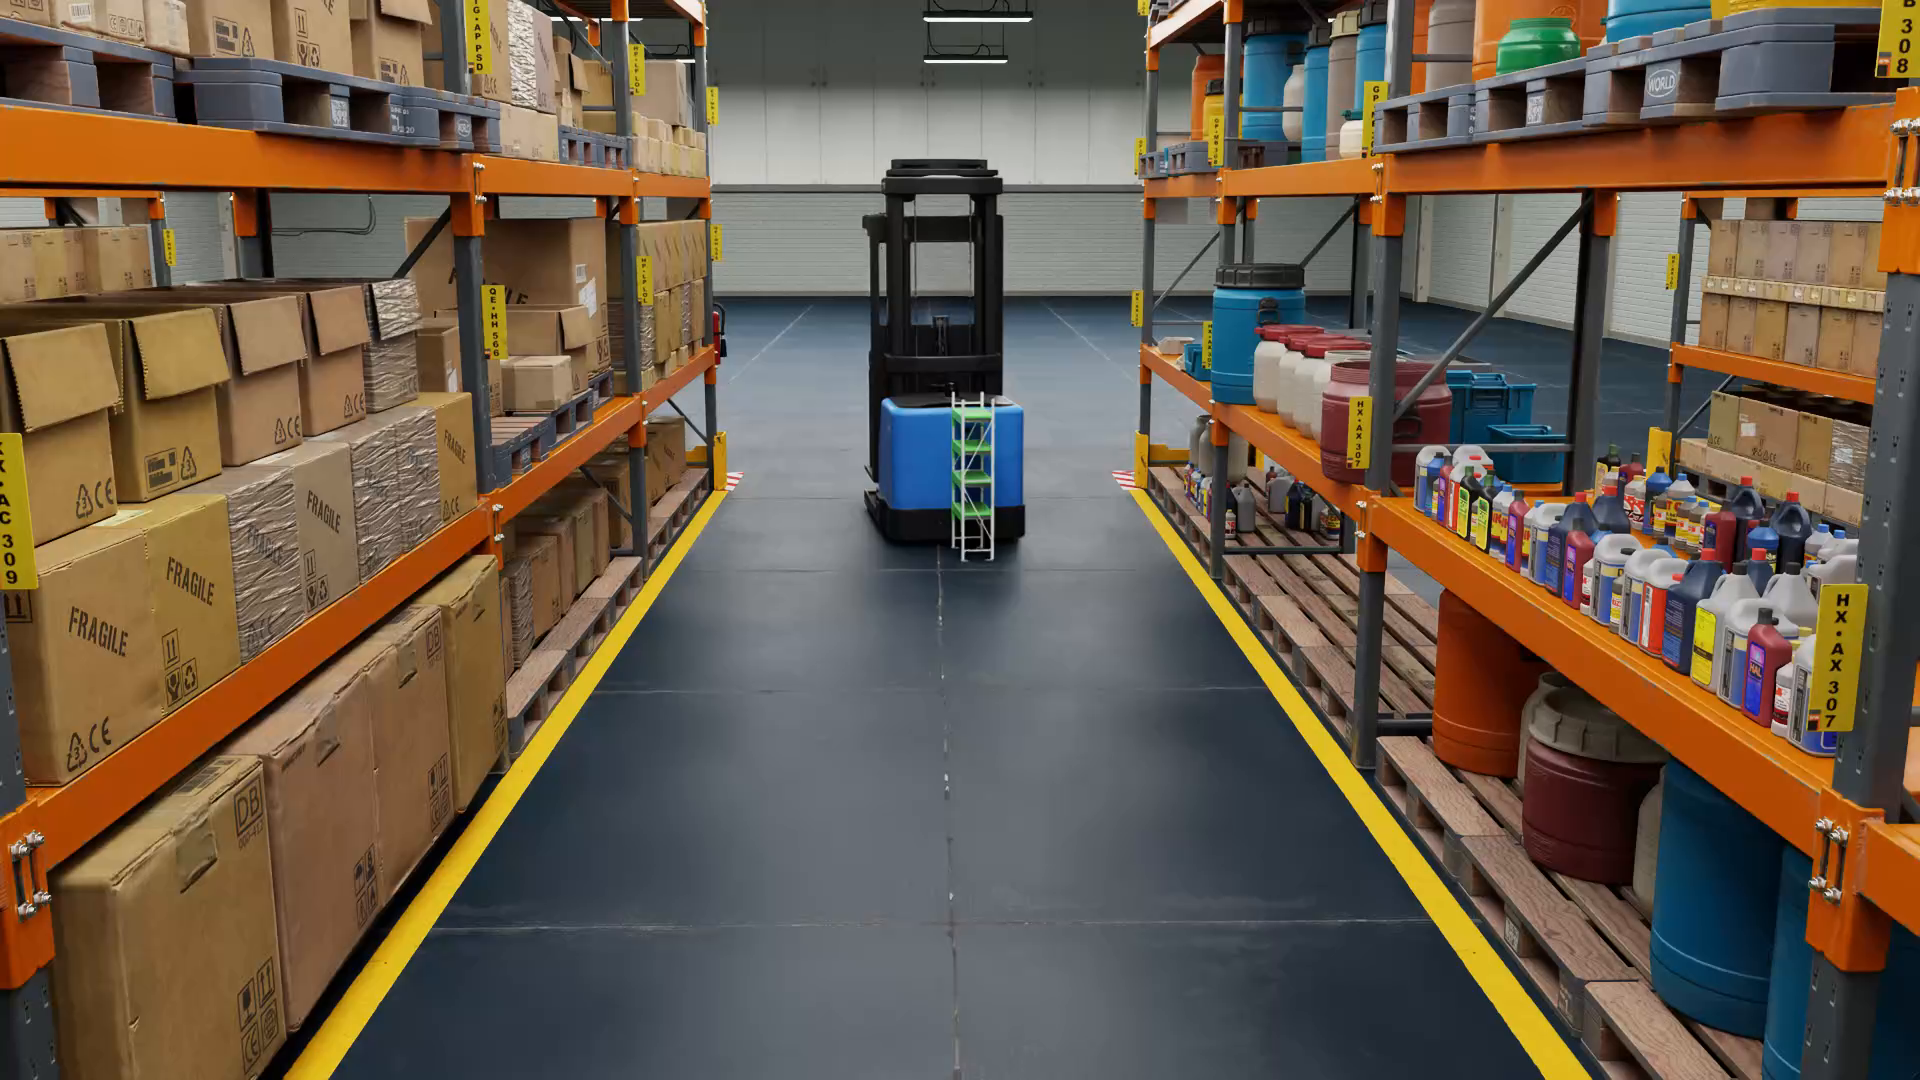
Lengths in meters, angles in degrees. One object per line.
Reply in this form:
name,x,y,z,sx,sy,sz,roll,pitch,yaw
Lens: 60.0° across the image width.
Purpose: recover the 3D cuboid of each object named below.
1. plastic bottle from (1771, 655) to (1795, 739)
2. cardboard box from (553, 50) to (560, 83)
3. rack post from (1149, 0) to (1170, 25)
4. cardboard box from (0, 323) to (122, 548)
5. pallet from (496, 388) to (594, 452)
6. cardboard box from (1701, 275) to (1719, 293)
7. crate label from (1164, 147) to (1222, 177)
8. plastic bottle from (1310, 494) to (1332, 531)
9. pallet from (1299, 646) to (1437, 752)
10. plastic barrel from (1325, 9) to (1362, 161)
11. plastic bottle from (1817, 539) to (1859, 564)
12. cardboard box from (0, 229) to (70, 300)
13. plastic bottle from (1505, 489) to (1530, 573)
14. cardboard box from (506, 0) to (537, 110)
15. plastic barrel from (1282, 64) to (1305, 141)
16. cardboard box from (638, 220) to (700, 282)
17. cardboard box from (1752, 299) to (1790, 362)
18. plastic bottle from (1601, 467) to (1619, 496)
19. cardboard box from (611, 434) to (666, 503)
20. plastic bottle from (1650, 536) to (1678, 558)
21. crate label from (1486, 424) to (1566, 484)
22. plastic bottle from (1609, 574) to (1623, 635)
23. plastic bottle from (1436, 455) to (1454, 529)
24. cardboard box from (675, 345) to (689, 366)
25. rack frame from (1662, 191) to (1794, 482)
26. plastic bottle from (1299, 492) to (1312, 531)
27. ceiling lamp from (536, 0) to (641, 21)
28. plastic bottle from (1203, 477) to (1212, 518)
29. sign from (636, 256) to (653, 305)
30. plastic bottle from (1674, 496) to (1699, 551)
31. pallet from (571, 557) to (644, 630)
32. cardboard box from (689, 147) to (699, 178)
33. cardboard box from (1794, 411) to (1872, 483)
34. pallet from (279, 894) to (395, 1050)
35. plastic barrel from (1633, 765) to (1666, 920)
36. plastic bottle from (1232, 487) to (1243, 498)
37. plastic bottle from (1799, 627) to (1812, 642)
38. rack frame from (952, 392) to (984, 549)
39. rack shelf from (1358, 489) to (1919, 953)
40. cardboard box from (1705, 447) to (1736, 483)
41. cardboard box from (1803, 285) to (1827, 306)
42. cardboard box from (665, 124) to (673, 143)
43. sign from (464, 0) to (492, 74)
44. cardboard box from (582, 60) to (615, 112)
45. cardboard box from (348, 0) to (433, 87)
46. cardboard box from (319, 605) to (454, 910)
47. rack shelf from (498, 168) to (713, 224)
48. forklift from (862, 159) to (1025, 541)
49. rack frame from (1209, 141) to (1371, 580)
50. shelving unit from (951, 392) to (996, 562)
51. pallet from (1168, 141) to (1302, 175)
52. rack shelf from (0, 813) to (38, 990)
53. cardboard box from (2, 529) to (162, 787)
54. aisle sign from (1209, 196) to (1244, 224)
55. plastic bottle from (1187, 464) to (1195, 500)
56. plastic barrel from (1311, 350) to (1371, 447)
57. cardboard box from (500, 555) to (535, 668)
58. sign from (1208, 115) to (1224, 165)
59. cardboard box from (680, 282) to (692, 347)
plastic bottle,2.070,0.385,4.116,0.097,0.201,0.097,0,11,0
cardboard box,-2.755,-2.628,9.606,0.797,0.503,0.637,0,11,1
rack post,2.072,-4.542,14.071,0.937,0.300,0.954,1,12,5
cardboard box,-2.542,-0.259,4.019,0.797,0.503,0.637,-1,11,-3
pallet,-2.685,-0.686,9.380,1.003,0.211,1.213,0,11,-1
cardboard box,6.929,-2.305,14.995,0.380,0.149,0.250,0,11,-2
crate label,1.892,-3.021,13.237,0.502,0.251,0.408,0,11,-1
plastic bottle,2.664,-0.213,12.307,0.152,0.276,0.135,0,11,1
pallet,2.372,0.805,8.560,1.003,0.211,1.213,0,11,-1
plastic barrel,2.507,-2.688,9.959,0.600,0.901,0.600,0,11,0
plastic bottle,2.779,0.125,5.212,0.152,0.276,0.135,0,11,-1
cardboard box,-7.640,-2.180,13.168,0.875,0.550,0.500,0,11,-1
plastic bottle,2.013,-0.033,5.971,0.061,0.283,0.133,0,11,-1
cardboard box,-2.362,-2.346,8.027,0.500,0.500,0.500,0,11,-1
plastic barrel,2.454,-3.020,11.517,0.421,0.512,0.421,0,11,0
cardboard box,-2.494,-2.454,14.099,0.500,0.500,0.500,0,11,-1
cardboard box,7.153,-1.770,13.989,0.700,0.500,0.500,0,11,-1
plastic bottle,2.768,-0.208,7.041,0.097,0.201,0.097,0,11,0
cardboard box,-2.732,-0.591,13.657,0.500,0.500,0.500,1,11,4
plastic bottle,2.199,0.124,5.228,0.097,0.271,0.097,0,11,0
crate label,2.715,-0.411,7.960,0.303,0.233,0.416,0,11,-1
plastic bottle,2.050,0.186,5.100,0.097,0.201,0.097,0,11,0
plastic bottle,1.996,-0.197,6.781,0.061,0.283,0.133,0,11,-1
cardboard box,-2.420,-1.501,13.543,0.380,0.149,0.250,0,11,-1
rack frame,7.136,-2.017,15.458,1.000,3.000,0.127,0,11,-1
plastic bottle,2.557,-0.216,12.303,0.061,0.283,0.133,0,11,-1
ceiling lamp,-6.740,-11.008,30.007,2.000,3.185,0.800,0,11,-1
plastic bottle,1.954,-0.349,12.791,0.144,0.351,0.185,0,11,-2
sign,-2.131,-1.753,11.242,0.100,0.325,0.005,0,11,-1
plastic bottle,2.783,-0.066,6.338,0.097,0.201,0.097,0,11,0
pallet,-2.668,0.339,10.856,1.003,0.211,1.213,0,11,-1
cardboard box,-2.491,-3.180,14.021,0.500,0.250,0.500,0,11,-1
cardboard box,6.978,-0.738,13.126,0.500,0.500,0.500,0,11,-1
pallet,-2.640,1.378,5.733,1.003,0.211,1.213,0,11,-1
plastic barrel,2.500,1.040,5.591,0.421,0.512,0.421,0,11,0
plastic bottle,2.108,-0.254,12.510,0.152,0.276,0.135,0,11,-1
plastic bottle,2.217,0.331,4.382,0.097,0.201,0.097,0,11,0
rack frame,0.059,-0.525,12.627,0.240,1.200,0.015,-2,12,-8
rack shelf,2.390,0.343,5.635,1.077,0.370,4.000,0,11,-1
cardboard box,6.939,-0.669,14.670,0.500,0.250,0.500,0,11,-1
cardboard box,6.965,-1.947,13.231,0.380,0.149,0.250,0,11,1
cardboard box,-2.472,-3.202,13.128,0.380,0.149,0.250,-1,11,-4
sign,-2.048,-2.150,7.068,0.100,0.325,0.005,0,11,-1
cardboard box,-3.008,-3.591,13.414,0.500,0.500,0.500,0,11,-1
cardboard box,-2.519,-1.993,6.476,0.797,0.503,0.637,0,11,2
cardboard box,-2.599,0.763,6.042,1.225,0.875,0.875,0,11,-1
rack shelf,-2.727,-2.697,13.075,1.077,0.370,4.000,0,11,-1
forklift,-0.227,-1.672,13.929,1.130,2.935,3.031,-2,12,-8
rack frame,2.266,-1.203,11.442,1.000,3.000,0.127,0,11,-1
shelving unit,0.095,-0.477,12.391,0.258,1.200,0.503,-2,12,-8
pallet,2.154,-2.723,11.868,1.213,0.211,1.003,0,11,-1
rack shelf,-2.479,1.158,1.615,1.077,0.370,4.000,0,11,-1
cardboard box,-2.280,0.267,3.949,0.500,0.500,0.500,0,11,-1
aisle sign,2.479,-3.287,15.180,0.394,0.787,0.004,0,11,-1
plastic bottle,1.896,-0.475,13.583,0.061,0.283,0.133,0,11,0
plastic barrel,2.105,-0.750,8.928,0.421,0.512,0.421,0,11,0
cardboard box,-2.661,0.379,8.827,0.700,0.500,0.500,-1,12,-6
sign,1.716,-2.677,11.143,0.100,0.325,0.005,0,11,-1
cardboard box,-2.687,-1.864,13.704,0.875,0.500,0.500,0,11,-1
